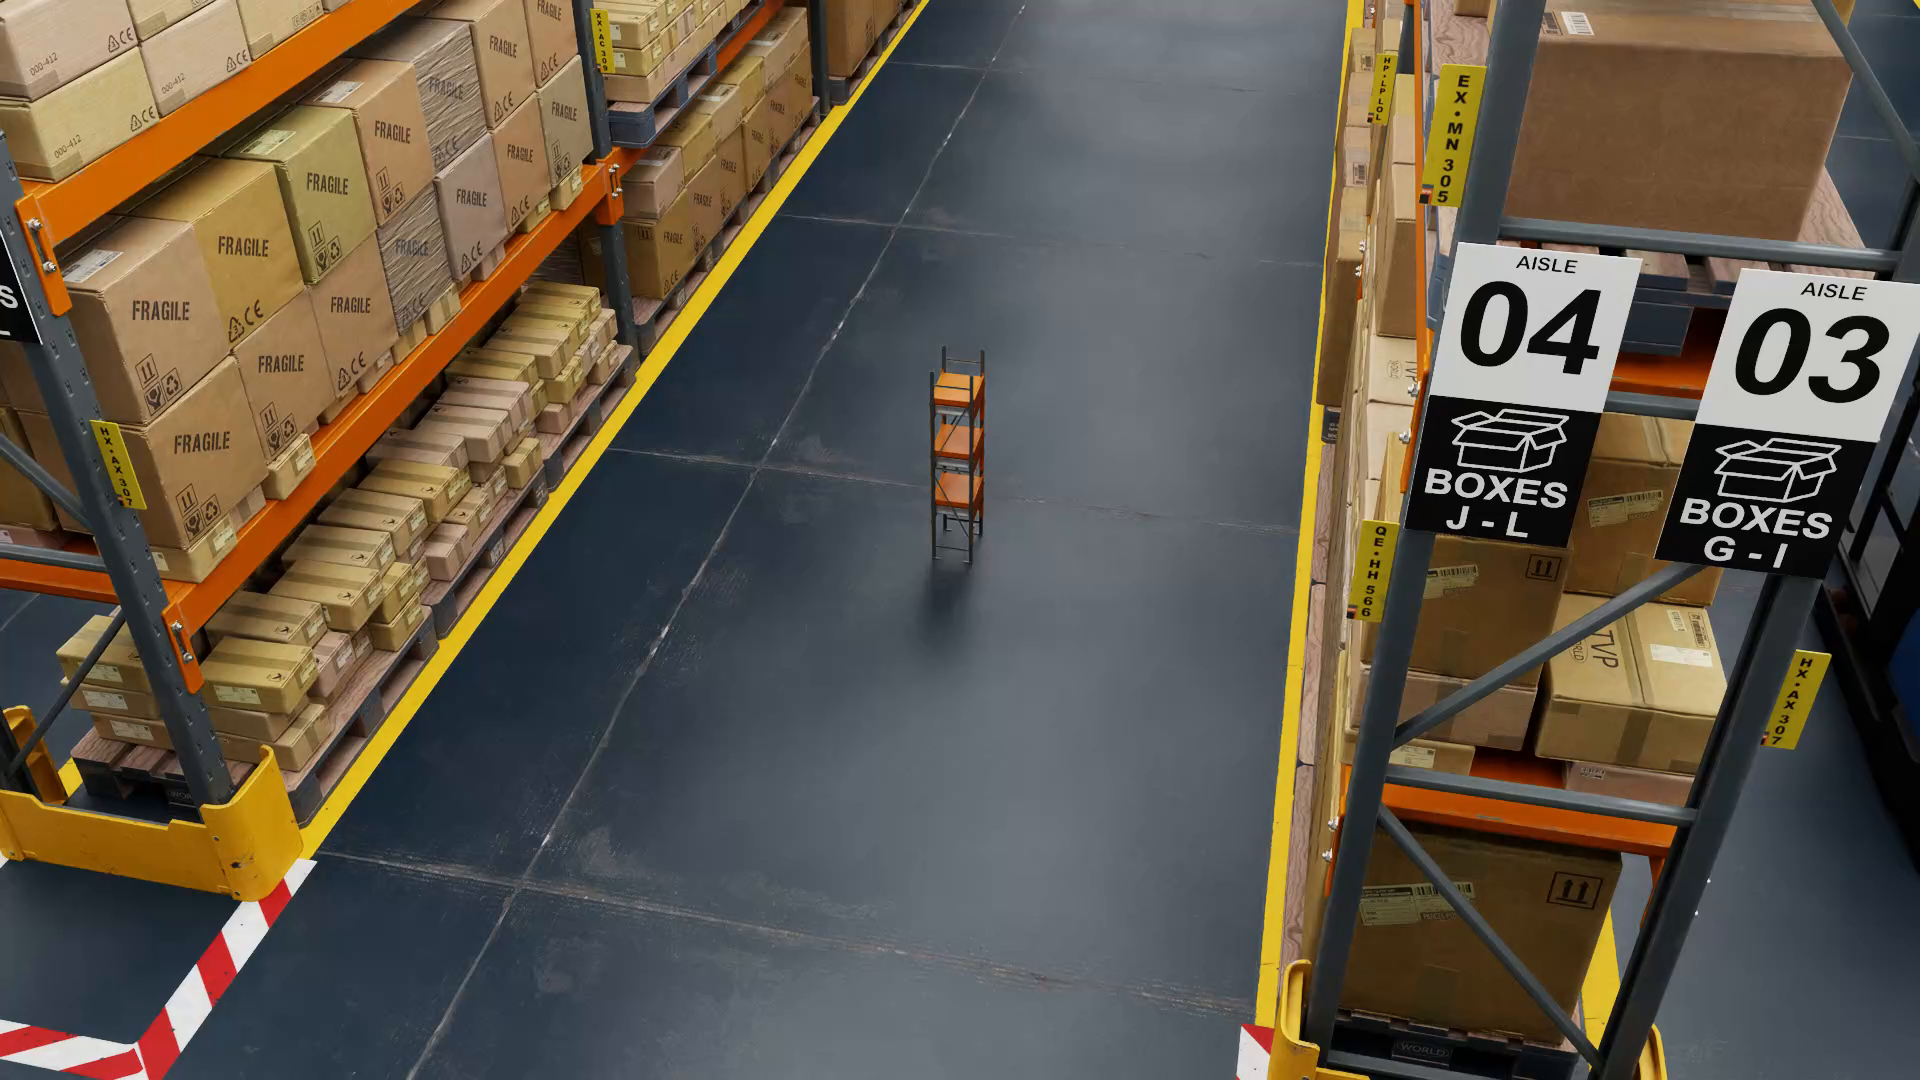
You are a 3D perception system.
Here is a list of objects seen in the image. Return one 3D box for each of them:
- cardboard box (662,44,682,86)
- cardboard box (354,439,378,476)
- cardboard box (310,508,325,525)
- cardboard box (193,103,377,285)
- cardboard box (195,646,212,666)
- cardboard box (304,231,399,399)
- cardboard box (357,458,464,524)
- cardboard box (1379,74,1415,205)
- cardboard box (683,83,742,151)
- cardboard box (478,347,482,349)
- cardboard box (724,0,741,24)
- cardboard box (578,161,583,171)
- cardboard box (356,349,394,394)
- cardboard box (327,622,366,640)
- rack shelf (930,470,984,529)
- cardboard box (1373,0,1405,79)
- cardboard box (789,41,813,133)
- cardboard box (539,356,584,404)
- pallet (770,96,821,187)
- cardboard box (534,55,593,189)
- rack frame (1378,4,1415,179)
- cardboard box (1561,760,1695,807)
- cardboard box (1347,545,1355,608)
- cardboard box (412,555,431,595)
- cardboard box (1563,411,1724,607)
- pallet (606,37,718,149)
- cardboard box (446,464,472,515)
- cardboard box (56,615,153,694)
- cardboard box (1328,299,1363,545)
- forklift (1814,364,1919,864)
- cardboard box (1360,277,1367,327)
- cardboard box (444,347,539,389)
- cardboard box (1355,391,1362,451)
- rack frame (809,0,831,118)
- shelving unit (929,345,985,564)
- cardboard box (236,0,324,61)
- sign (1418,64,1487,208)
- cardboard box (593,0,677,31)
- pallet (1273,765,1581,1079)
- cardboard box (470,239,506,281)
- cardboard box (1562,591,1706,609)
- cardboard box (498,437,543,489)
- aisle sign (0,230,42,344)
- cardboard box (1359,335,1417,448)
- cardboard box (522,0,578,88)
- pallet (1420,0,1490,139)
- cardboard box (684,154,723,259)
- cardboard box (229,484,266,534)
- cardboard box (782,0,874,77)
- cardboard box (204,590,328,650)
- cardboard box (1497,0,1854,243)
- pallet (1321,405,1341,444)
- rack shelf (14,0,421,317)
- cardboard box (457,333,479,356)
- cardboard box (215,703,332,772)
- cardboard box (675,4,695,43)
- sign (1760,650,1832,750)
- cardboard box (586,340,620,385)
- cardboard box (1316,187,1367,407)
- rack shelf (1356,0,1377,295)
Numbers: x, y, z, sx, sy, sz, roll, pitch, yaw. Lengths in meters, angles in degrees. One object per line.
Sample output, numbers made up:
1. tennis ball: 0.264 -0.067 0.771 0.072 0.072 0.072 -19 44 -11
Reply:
1. cardboard box: -1.764 -2.643 9.197 0.380 0.149 0.250 8 37 11
2. cardboard box: -2.986 -0.439 7.865 0.380 0.149 0.250 7 37 10
3. cardboard box: -3.091 -0.170 7.746 0.380 0.149 0.250 9 37 12
4. cardboard box: -2.616 -1.329 6.337 0.500 0.500 0.500 7 36 9
5. cardboard box: -3.263 0.428 6.921 0.380 0.149 0.250 6 36 9
6. cardboard box: -2.633 -0.927 6.634 0.500 0.500 0.500 8 37 11
7. cardboard box: -2.500 -0.225 7.569 0.380 0.149 0.250 8 37 11
8. cardboard box: 2.121 -1.688 7.259 0.500 0.500 0.500 7 37 10
9. cardboard box: -1.710 -2.697 10.548 0.500 0.250 0.500 9 37 12
10. cardboard box: -2.724 -0.915 8.774 0.380 0.149 0.250 7 37 10
11. cardboard box: -1.544 -3.233 10.011 0.380 0.149 0.250 7 36 9
12. cardboard box: -2.183 -1.952 8.602 0.380 0.149 0.250 7 37 9
13. cardboard box: -2.609 -0.752 6.945 0.380 0.149 0.250 7 36 9
14. cardboard box: -2.763 0.340 7.042 0.380 0.149 0.250 8 37 11
15. rack shelf: -0.011 -0.161 8.069 0.215 0.259 0.240 7 37 10
16. cardboard box: 2.635 -2.780 9.445 0.500 0.500 0.500 7 37 10
17. cardboard box: -1.382 -3.288 12.003 0.500 0.500 0.500 7 37 10
18. cardboard box: -2.193 -0.850 8.685 0.380 0.149 0.250 6 36 8
19. pallet: -1.665 -2.963 12.159 1.003 0.211 1.213 7 37 10
20. cardboard box: -2.178 -2.095 8.246 0.500 0.500 0.500 7 37 10
21. rack frame: 2.473 -1.567 7.857 1.000 3.000 0.127 7 37 10
22. cardboard box: 2.017 0.665 4.990 0.380 0.149 0.250 8 37 10
23. cardboard box: 1.536 0.145 5.707 0.380 0.149 0.250 8 37 11
24. cardboard box: -2.635 0.176 7.523 0.380 0.149 0.250 7 37 10
25. cardboard box: 2.092 -0.166 5.158 0.500 0.500 0.500 6 36 9
26. pallet: -2.046 -2.589 9.430 1.003 0.211 1.213 7 37 10
27. cardboard box: -2.554 -0.271 7.886 0.380 0.149 0.250 9 37 12
28. cardboard box: -3.340 0.454 6.632 0.380 0.149 0.250 8 37 11
29. cardboard box: 2.254 -0.509 7.849 0.875 0.875 0.875 7 37 10
30. forklift: 4.481 -0.606 6.589 1.130 2.935 3.031 6 36 9
31. cardboard box: 1.973 -1.036 7.338 0.380 0.149 0.250 8 37 11
32. cardboard box: -2.366 -0.833 8.408 0.380 0.149 0.250 8 37 11
33. cardboard box: 1.753 -0.444 6.521 0.380 0.149 0.250 6 36 9
34. rack frame: -1.497 -4.540 11.958 1.000 3.000 0.127 7 37 10
35. shelving unit: -0.011 -0.394 7.900 0.215 1.050 0.252 7 37 10
36. cardboard box: -2.646 -1.931 5.931 0.500 0.250 0.500 6 36 8
37. sign: 1.091 -0.891 3.681 0.100 0.325 0.005 7 37 10
38. cardboard box: -1.764 -2.885 9.024 0.380 0.149 0.250 8 37 11
39. pallet: 1.713 1.387 6.157 1.003 0.211 1.213 7 37 10
40. cardboard box: -2.355 -1.341 7.758 0.380 0.149 0.250 6 36 8
41. cardboard box: 2.089 0.126 5.395 0.500 0.250 0.500 7 37 9
42. cardboard box: -2.323 -0.402 8.320 0.380 0.149 0.250 7 37 10
43. aisle sign: -2.928 -0.927 4.758 0.394 0.787 0.004 7 37 10
44. cardboard box: 1.787 -0.527 6.295 0.500 0.250 0.500 7 37 10
45. cardboard box: -2.187 -2.510 7.966 0.500 0.500 0.500 6 36 8
46. pallet: 2.025 -1.581 5.395 1.003 0.211 1.213 7 37 10
47. cardboard box: -1.823 -2.099 10.362 0.500 0.500 0.500 9 37 12
48. cardboard box: -2.802 -0.148 6.112 0.380 0.149 0.250 9 37 12
49. cardboard box: -1.279 -4.137 12.962 1.050 0.750 0.750 7 36 9
50. cardboard box: -2.820 0.359 6.764 0.380 0.149 0.250 8 37 11
51. cardboard box: 1.677 -1.045 4.051 0.700 0.500 0.500 5 36 7
52. pallet: 2.564 -0.890 9.298 1.003 0.211 1.213 7 37 10
53. rack shelf: -2.778 -2.024 6.543 1.077 0.370 4.000 7 37 10
54. cardboard box: -2.750 -1.031 8.680 0.380 0.149 0.250 7 36 9
55. cardboard box: -2.781 0.770 6.703 0.380 0.149 0.250 8 37 11
56. cardboard box: -1.709 -2.901 9.299 0.380 0.149 0.250 8 37 11
57. sign: 2.159 0.416 4.315 0.100 0.325 0.005 7 37 10
58. cardboard box: -2.102 -0.995 9.139 0.380 0.149 0.250 8 37 11
59. cardboard box: 2.590 -1.247 8.867 1.225 0.875 0.875 7 37 10
60. rack shelf: 2.900 -2.423 9.650 1.077 0.370 4.000 7 37 10
